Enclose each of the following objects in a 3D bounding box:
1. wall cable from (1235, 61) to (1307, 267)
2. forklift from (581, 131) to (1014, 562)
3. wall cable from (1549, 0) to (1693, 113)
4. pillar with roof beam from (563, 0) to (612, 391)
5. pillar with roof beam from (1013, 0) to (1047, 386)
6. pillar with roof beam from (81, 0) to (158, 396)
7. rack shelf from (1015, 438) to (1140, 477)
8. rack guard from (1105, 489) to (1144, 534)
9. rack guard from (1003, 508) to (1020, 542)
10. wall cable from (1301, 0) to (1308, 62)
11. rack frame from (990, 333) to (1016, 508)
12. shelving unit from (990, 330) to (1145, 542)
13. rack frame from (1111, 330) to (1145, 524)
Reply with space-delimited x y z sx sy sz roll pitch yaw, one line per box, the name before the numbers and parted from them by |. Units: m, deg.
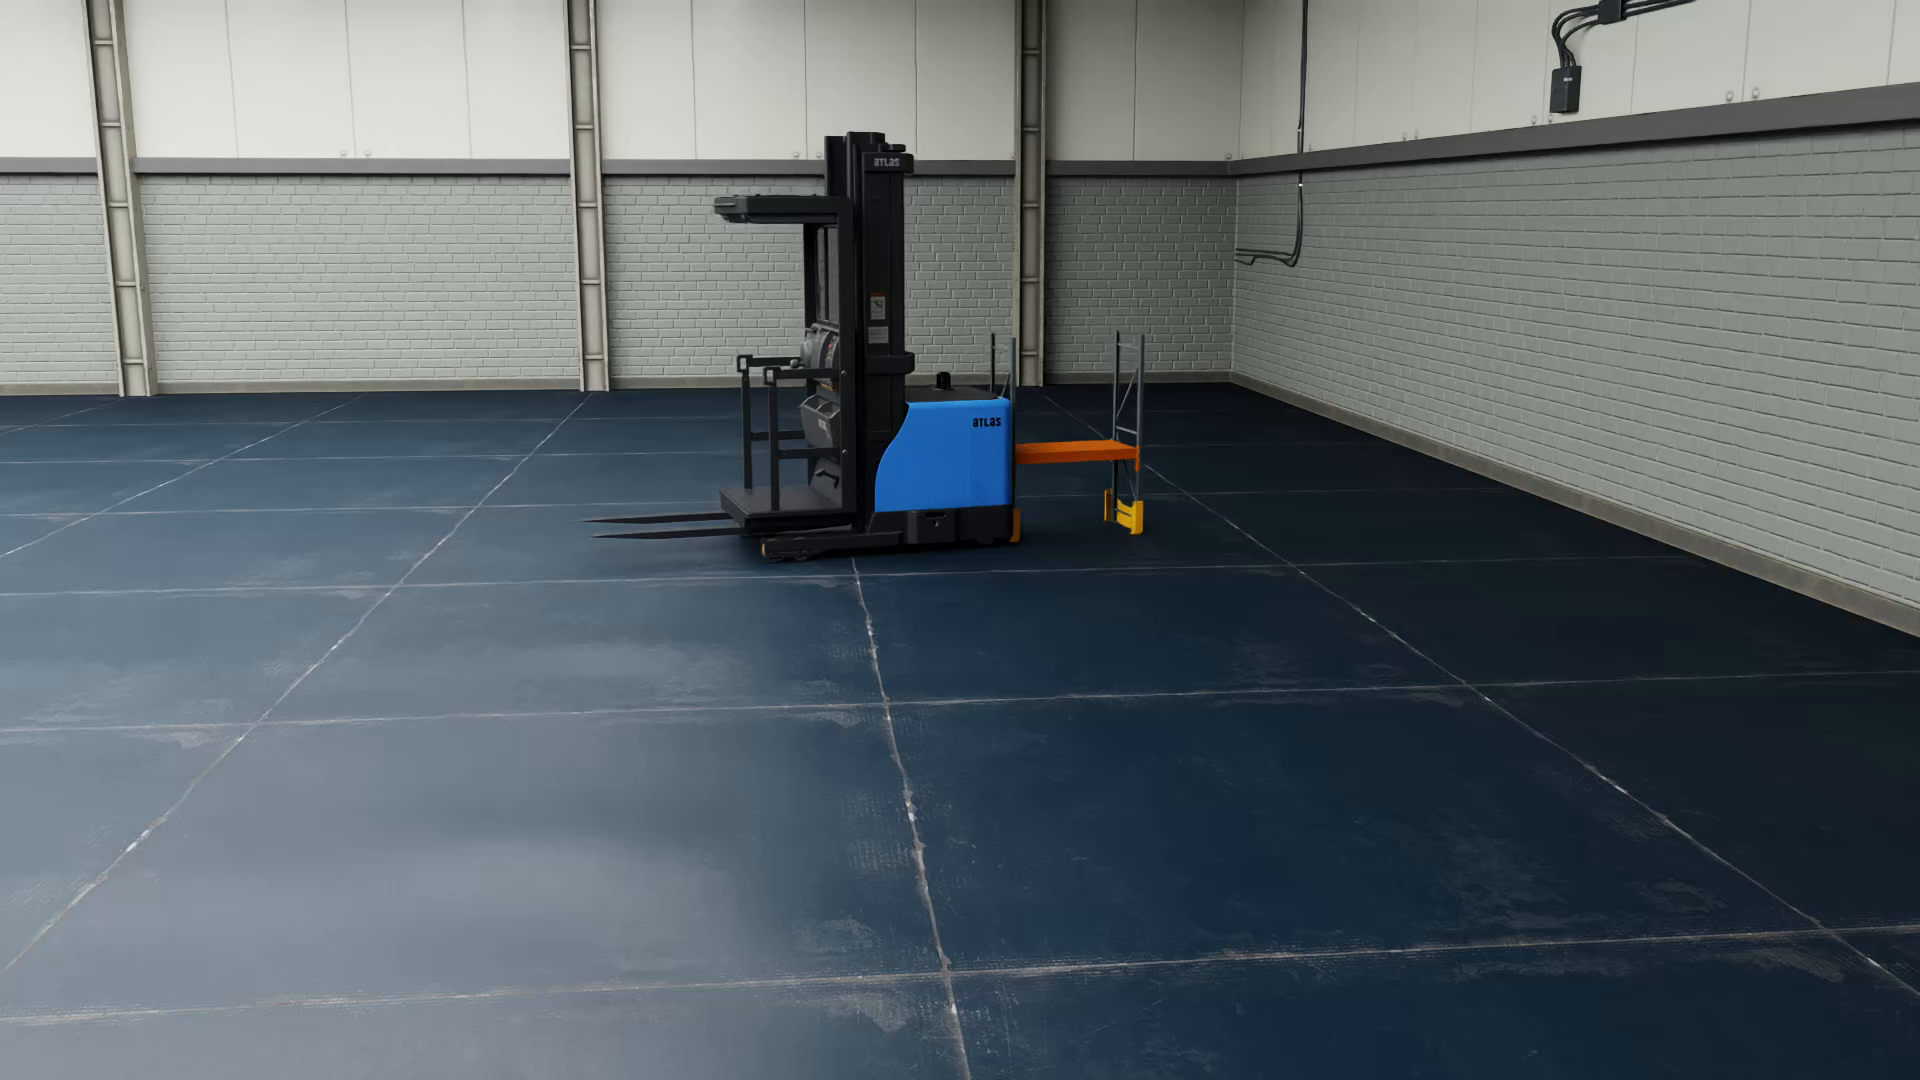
wall cable | 4.029 -4.889 21.959 0.112 2.526 3.097 -1 11 -6
forklift | -1.184 -1.397 11.873 3.031 2.935 1.130 -4 12 -18
wall cable | 5.039 -6.261 12.070 0.169 6.003 2.305 -1 11 -6
pillar with roof beam | -4.542 -5.655 17.802 0.400 9.000 9.100 -1 11 -6
pillar with roof beam | 1.423 -5.779 18.438 0.400 9.000 9.100 -1 11 -6
pillar with roof beam | -10.507 -5.530 17.167 0.400 9.000 9.100 -1 11 -6
rack shelf | 0.800 -0.630 12.615 1.000 0.185 0.538 -4 12 -18
rack guard | 1.265 -0.222 12.849 0.087 0.250 0.587 -4 12 -18
rack guard | 0.318 -0.163 12.548 0.087 0.250 0.587 -4 12 -18
wall cable | 4.322 -6.849 18.833 0.112 2.526 3.097 -1 11 -6
rack frame | 0.316 -0.776 12.427 0.032 1.500 0.500 -4 12 -18
shelving unit | 0.791 -0.806 12.578 1.083 1.500 0.587 -4 12 -18
rack frame | 1.284 -0.836 12.735 0.032 1.500 0.500 -4 12 -18
